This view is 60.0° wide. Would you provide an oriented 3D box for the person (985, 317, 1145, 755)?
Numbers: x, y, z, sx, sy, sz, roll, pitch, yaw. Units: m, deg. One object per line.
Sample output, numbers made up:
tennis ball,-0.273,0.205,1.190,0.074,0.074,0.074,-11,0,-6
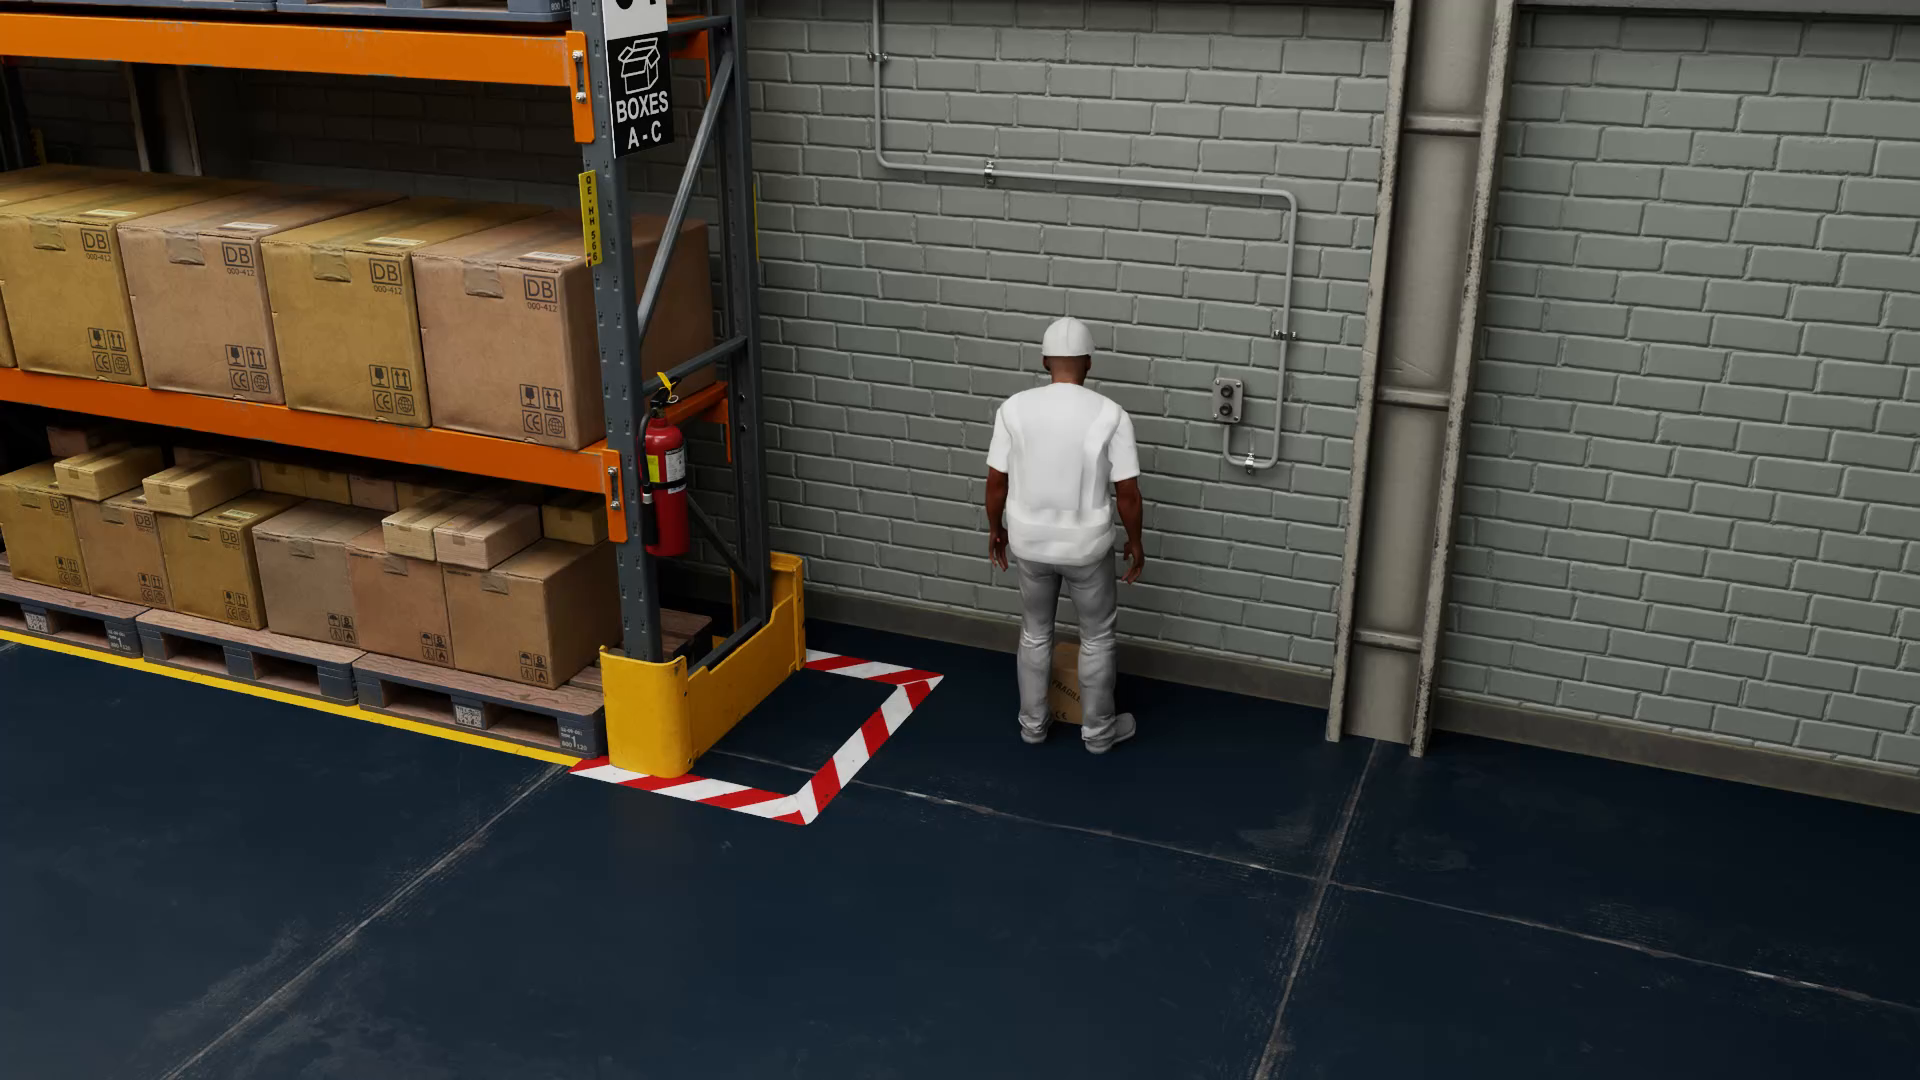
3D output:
person,0.417,-0.007,6.586,0.634,1.760,0.459,7,23,17
